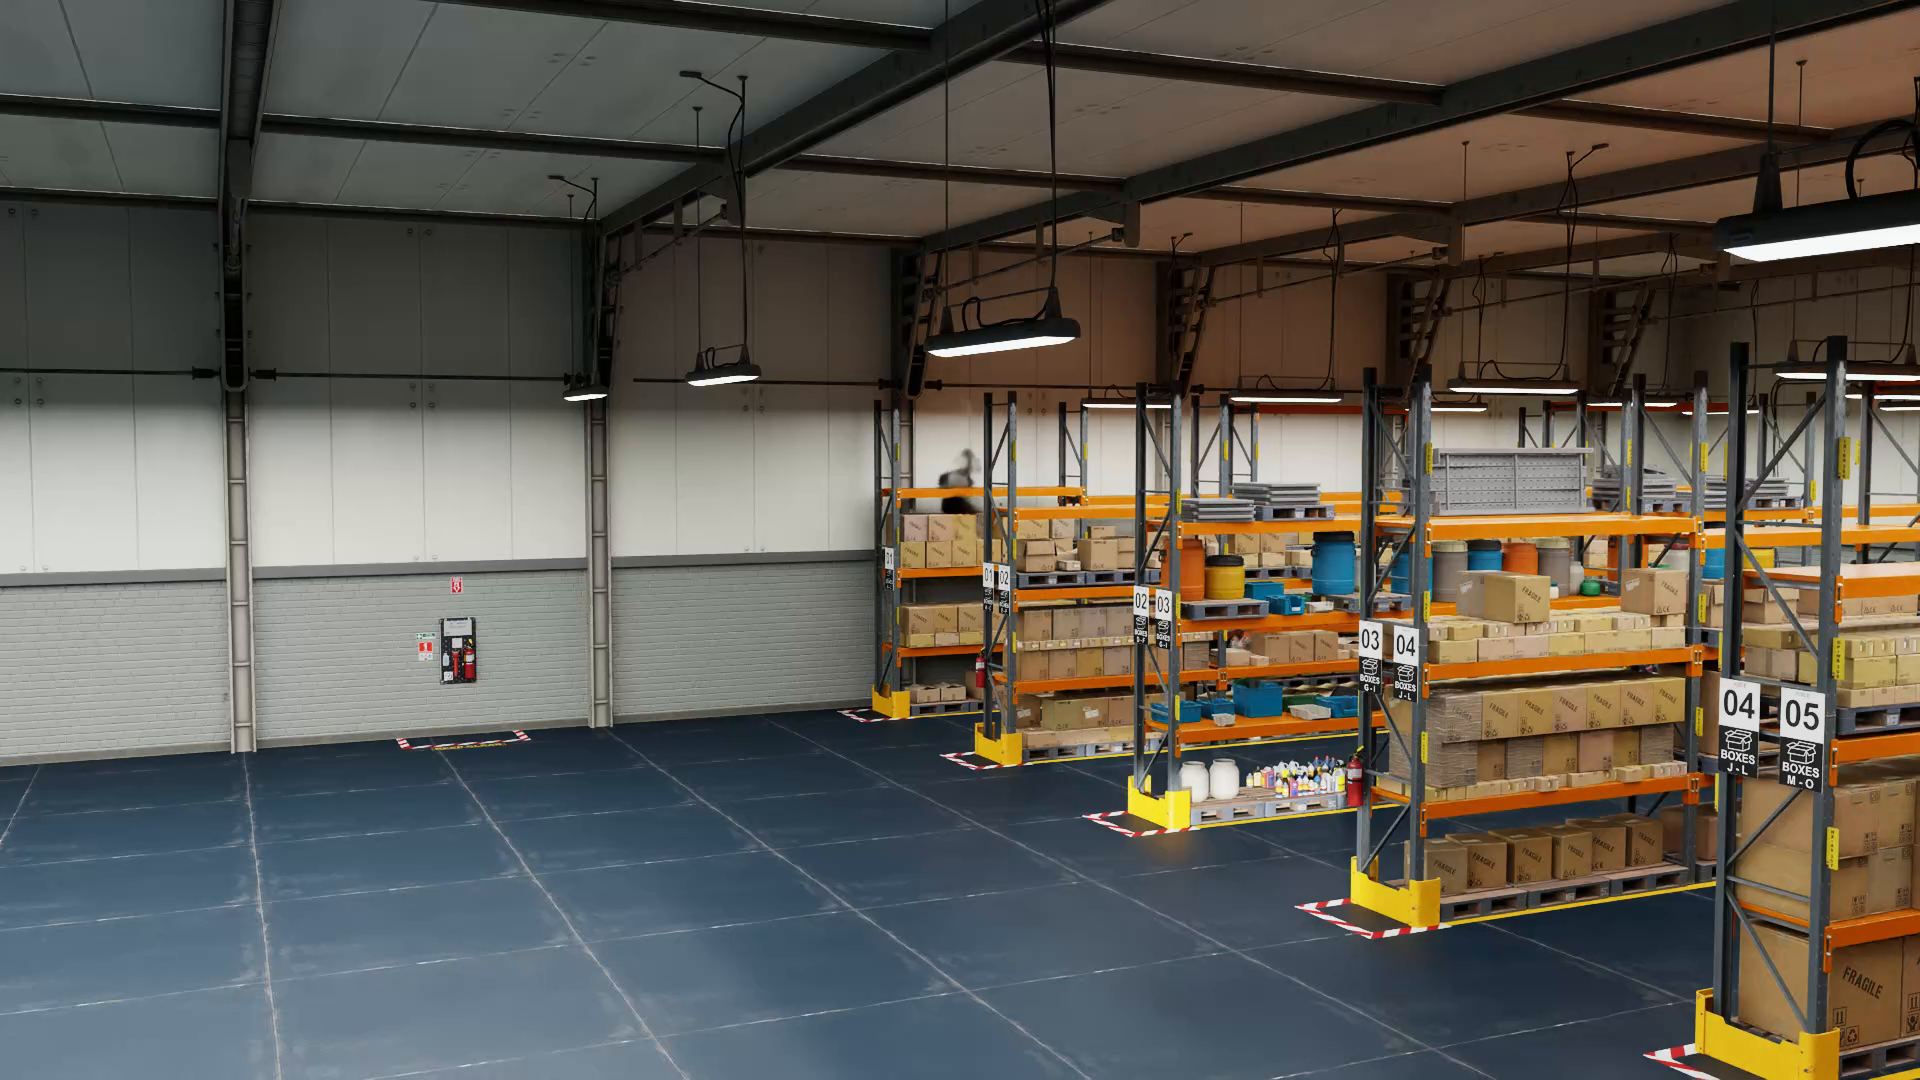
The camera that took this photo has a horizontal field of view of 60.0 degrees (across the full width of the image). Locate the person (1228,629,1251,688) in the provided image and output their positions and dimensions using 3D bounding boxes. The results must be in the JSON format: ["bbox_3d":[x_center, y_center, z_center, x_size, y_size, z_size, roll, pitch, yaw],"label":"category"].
[{"bbox_3d":[5.276,2.445,31.152,0.835,1.846,0.661,-2,4,-24],"label":"person"}]
